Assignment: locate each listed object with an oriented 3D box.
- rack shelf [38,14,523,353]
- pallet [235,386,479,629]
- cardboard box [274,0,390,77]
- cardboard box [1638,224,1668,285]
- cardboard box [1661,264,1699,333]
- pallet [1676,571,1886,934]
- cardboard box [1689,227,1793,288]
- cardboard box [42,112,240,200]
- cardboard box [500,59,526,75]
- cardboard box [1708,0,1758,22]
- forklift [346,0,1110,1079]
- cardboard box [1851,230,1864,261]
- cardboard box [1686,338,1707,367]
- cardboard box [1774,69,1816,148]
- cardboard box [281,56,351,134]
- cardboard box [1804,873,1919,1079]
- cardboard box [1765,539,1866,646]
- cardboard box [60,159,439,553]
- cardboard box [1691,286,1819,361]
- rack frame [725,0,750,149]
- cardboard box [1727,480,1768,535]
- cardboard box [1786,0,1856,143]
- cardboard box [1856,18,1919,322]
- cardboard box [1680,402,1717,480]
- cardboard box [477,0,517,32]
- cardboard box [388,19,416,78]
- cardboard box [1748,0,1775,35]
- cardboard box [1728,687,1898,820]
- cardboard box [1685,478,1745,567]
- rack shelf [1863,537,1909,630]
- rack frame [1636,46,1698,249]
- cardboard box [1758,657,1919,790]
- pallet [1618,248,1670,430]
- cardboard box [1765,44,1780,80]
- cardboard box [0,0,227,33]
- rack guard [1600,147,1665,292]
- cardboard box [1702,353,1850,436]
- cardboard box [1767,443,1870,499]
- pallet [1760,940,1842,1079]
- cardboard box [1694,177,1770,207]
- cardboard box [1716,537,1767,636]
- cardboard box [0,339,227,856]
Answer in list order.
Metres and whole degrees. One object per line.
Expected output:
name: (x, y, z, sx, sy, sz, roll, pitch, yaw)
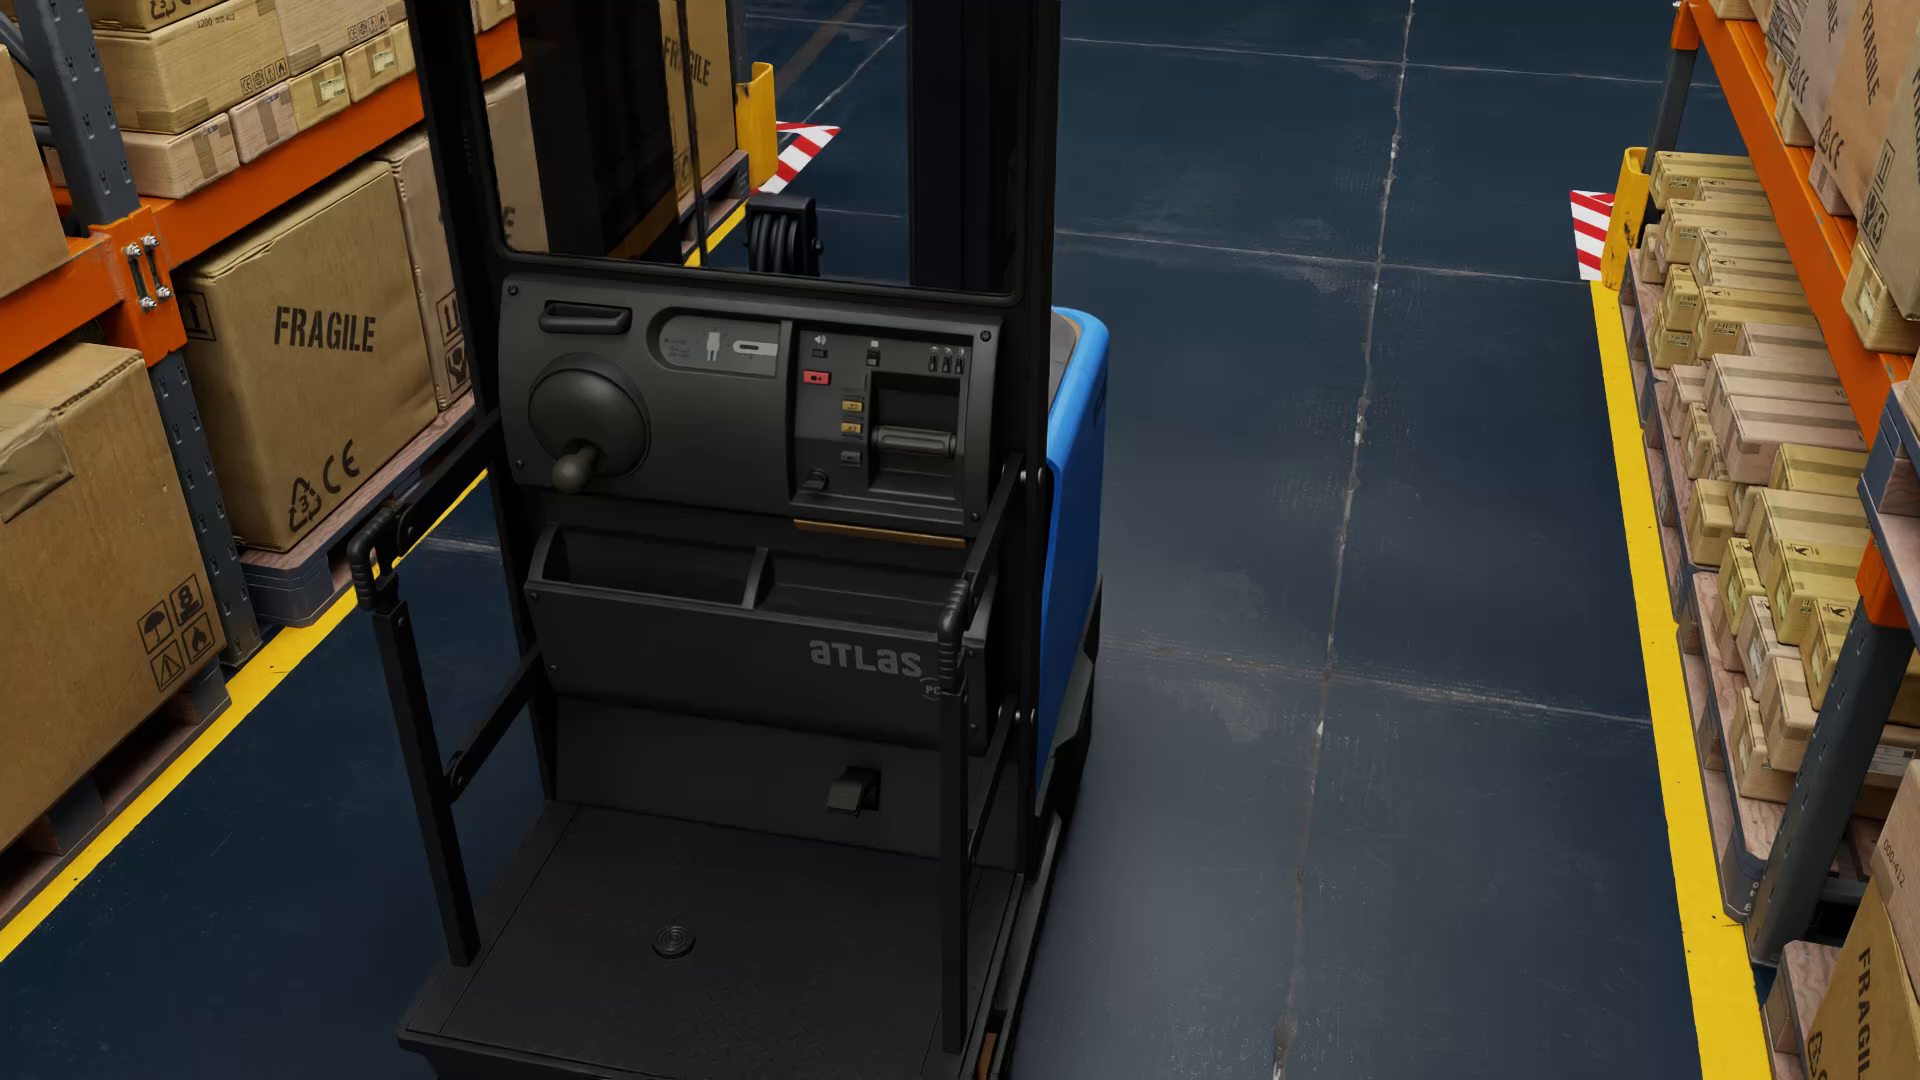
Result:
rack shelf: (-1.988, -1.733, 5.850, 1.077, 0.370, 4.000, 8, 33, 12)
pallet: (-2.227, -0.205, 5.376, 1.003, 0.211, 1.213, 8, 33, 12)
cardboard box: (-1.992, -1.526, 4.717, 0.500, 0.250, 0.500, 8, 33, 12)
cardboard box: (2.849, -1.092, 6.438, 0.380, 0.149, 0.250, 9, 33, 13)
cardboard box: (2.639, -0.817, 5.728, 0.380, 0.149, 0.250, 9, 34, 14)
pallet: (2.413, 0.553, 4.184, 1.003, 0.211, 1.213, 8, 33, 12)
cardboard box: (2.705, -0.933, 5.633, 0.380, 0.149, 0.250, 6, 33, 10)
cardboard box: (-2.099, -1.001, 4.262, 0.380, 0.149, 0.250, 8, 33, 12)
cardboard box: (-1.797, -1.539, 6.465, 0.875, 0.875, 0.875, 8, 33, 12)
cardboard box: (2.748, -1.847, 5.593, 0.380, 0.149, 0.250, 7, 33, 11)
forklift: (-0.435, -0.191, 2.819, 1.130, 2.935, 3.031, 7, 33, 11)
cardboard box: (2.208, -0.624, 3.669, 0.380, 0.149, 0.250, 9, 34, 14)
cardboard box: (2.662, -0.552, 5.589, 0.380, 0.149, 0.250, 8, 33, 12)
cardboard box: (2.450, -1.166, 4.522, 0.380, 0.149, 0.250, 9, 33, 13)
cardboard box: (-1.966, -1.274, 4.692, 0.380, 0.149, 0.250, 9, 34, 14)
cardboard box: (1.832, 0.954, 2.891, 0.500, 0.500, 0.500, 9, 34, 14)
cardboard box: (2.141, 0.146, 3.935, 0.380, 0.149, 0.250, 8, 33, 13)
cardboard box: (-2.251, -0.610, 5.003, 0.875, 0.875, 0.875, 8, 33, 12)
cardboard box: (2.515, -0.660, 5.204, 0.380, 0.149, 0.250, 9, 33, 13)
rack frame: (-1.481, -3.074, 7.290, 1.000, 3.000, 0.127, 8, 33, 12)
cardboard box: (2.361, -0.112, 4.619, 0.380, 0.149, 0.250, 9, 33, 14)
cardboard box: (2.386, -1.255, 4.058, 0.500, 0.500, 0.500, 8, 33, 12)
cardboard box: (2.126, -0.728, 3.228, 0.500, 0.500, 0.500, 8, 33, 12)
cardboard box: (2.469, -0.288, 5.172, 0.380, 0.149, 0.250, 8, 33, 12)
cardboard box: (-1.705, -1.810, 5.535, 0.380, 0.149, 0.250, 7, 33, 11)
cardboard box: (-1.836, -1.543, 5.116, 0.380, 0.149, 0.250, 8, 33, 12)
cardboard box: (2.663, -1.785, 4.891, 0.500, 0.500, 0.500, 8, 33, 13)
cardboard box: (2.046, 0.505, 3.925, 0.380, 0.149, 0.250, 8, 33, 13)
cardboard box: (2.309, -0.032, 4.770, 0.380, 0.149, 0.250, 8, 33, 12)
rack shelf: (1.769, 1.071, 1.440, 1.077, 0.370, 4.000, 8, 33, 12)
rack frame: (3.291, -2.346, 6.145, 1.000, 3.000, 0.127, 8, 33, 12)
cardboard box: (2.049, 0.423, 3.777, 0.380, 0.149, 0.250, 9, 33, 13)
pallet: (3.032, -0.713, 6.175, 1.003, 0.211, 1.213, 8, 33, 12)
cardboard box: (2.632, -1.432, 4.941, 0.380, 0.149, 0.250, 7, 33, 11)
cardboard box: (-2.127, -1.591, 4.120, 0.500, 0.500, 0.500, 8, 33, 12)
rack guard: (3.272, -1.252, 6.753, 1.175, 0.500, 0.348, 8, 33, 12)
cardboard box: (2.375, -0.403, 4.799, 0.380, 0.149, 0.250, 7, 33, 11)
cardboard box: (2.339, -0.108, 4.335, 0.380, 0.149, 0.250, 9, 34, 14)
pallet: (2.080, 1.310, 2.992, 1.003, 0.211, 1.213, 8, 33, 12)
cardboard box: (2.876, -1.186, 6.032, 0.380, 0.149, 0.250, 9, 33, 13)
cardboard box: (2.156, 0.139, 4.223, 0.380, 0.149, 0.250, 7, 33, 11)
cardboard box: (-2.639, 0.056, 3.955, 1.225, 0.875, 0.875, 8, 33, 13)
